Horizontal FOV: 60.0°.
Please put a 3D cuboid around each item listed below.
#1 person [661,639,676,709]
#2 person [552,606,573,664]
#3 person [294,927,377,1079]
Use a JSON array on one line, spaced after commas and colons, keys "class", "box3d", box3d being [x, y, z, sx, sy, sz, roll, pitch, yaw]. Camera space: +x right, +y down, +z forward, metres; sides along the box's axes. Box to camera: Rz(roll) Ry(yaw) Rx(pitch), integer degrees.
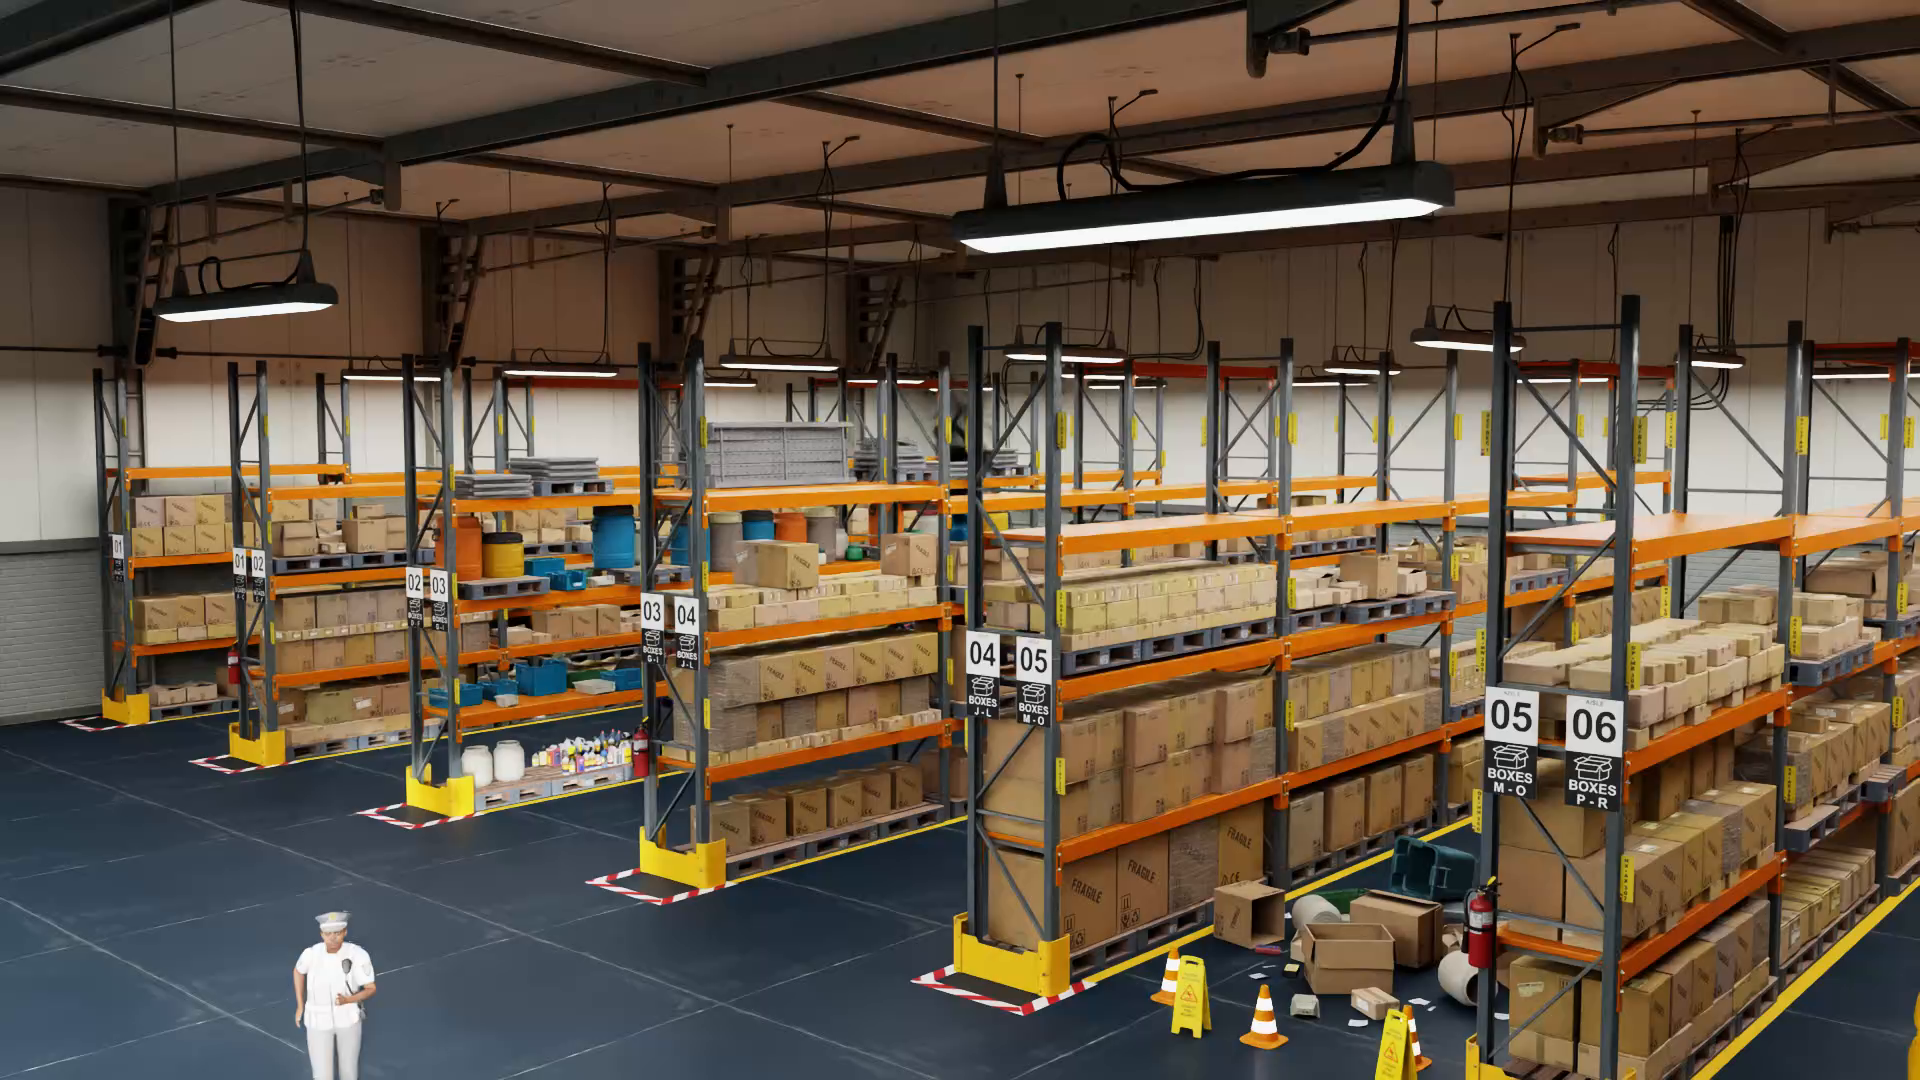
[{"class": "person", "box3d": [-4.784, 2.331, 27.685, 0.592, 1.598, 0.588, 3, 5, 33]}, {"class": "person", "box3d": [-7.603, 1.867, 31.729, 0.651, 1.715, 0.837, 3, 5, 39]}, {"class": "person", "box3d": [-4.407, 3.388, 11.743, 0.547, 1.551, 0.815, -2, 4, -20]}]
